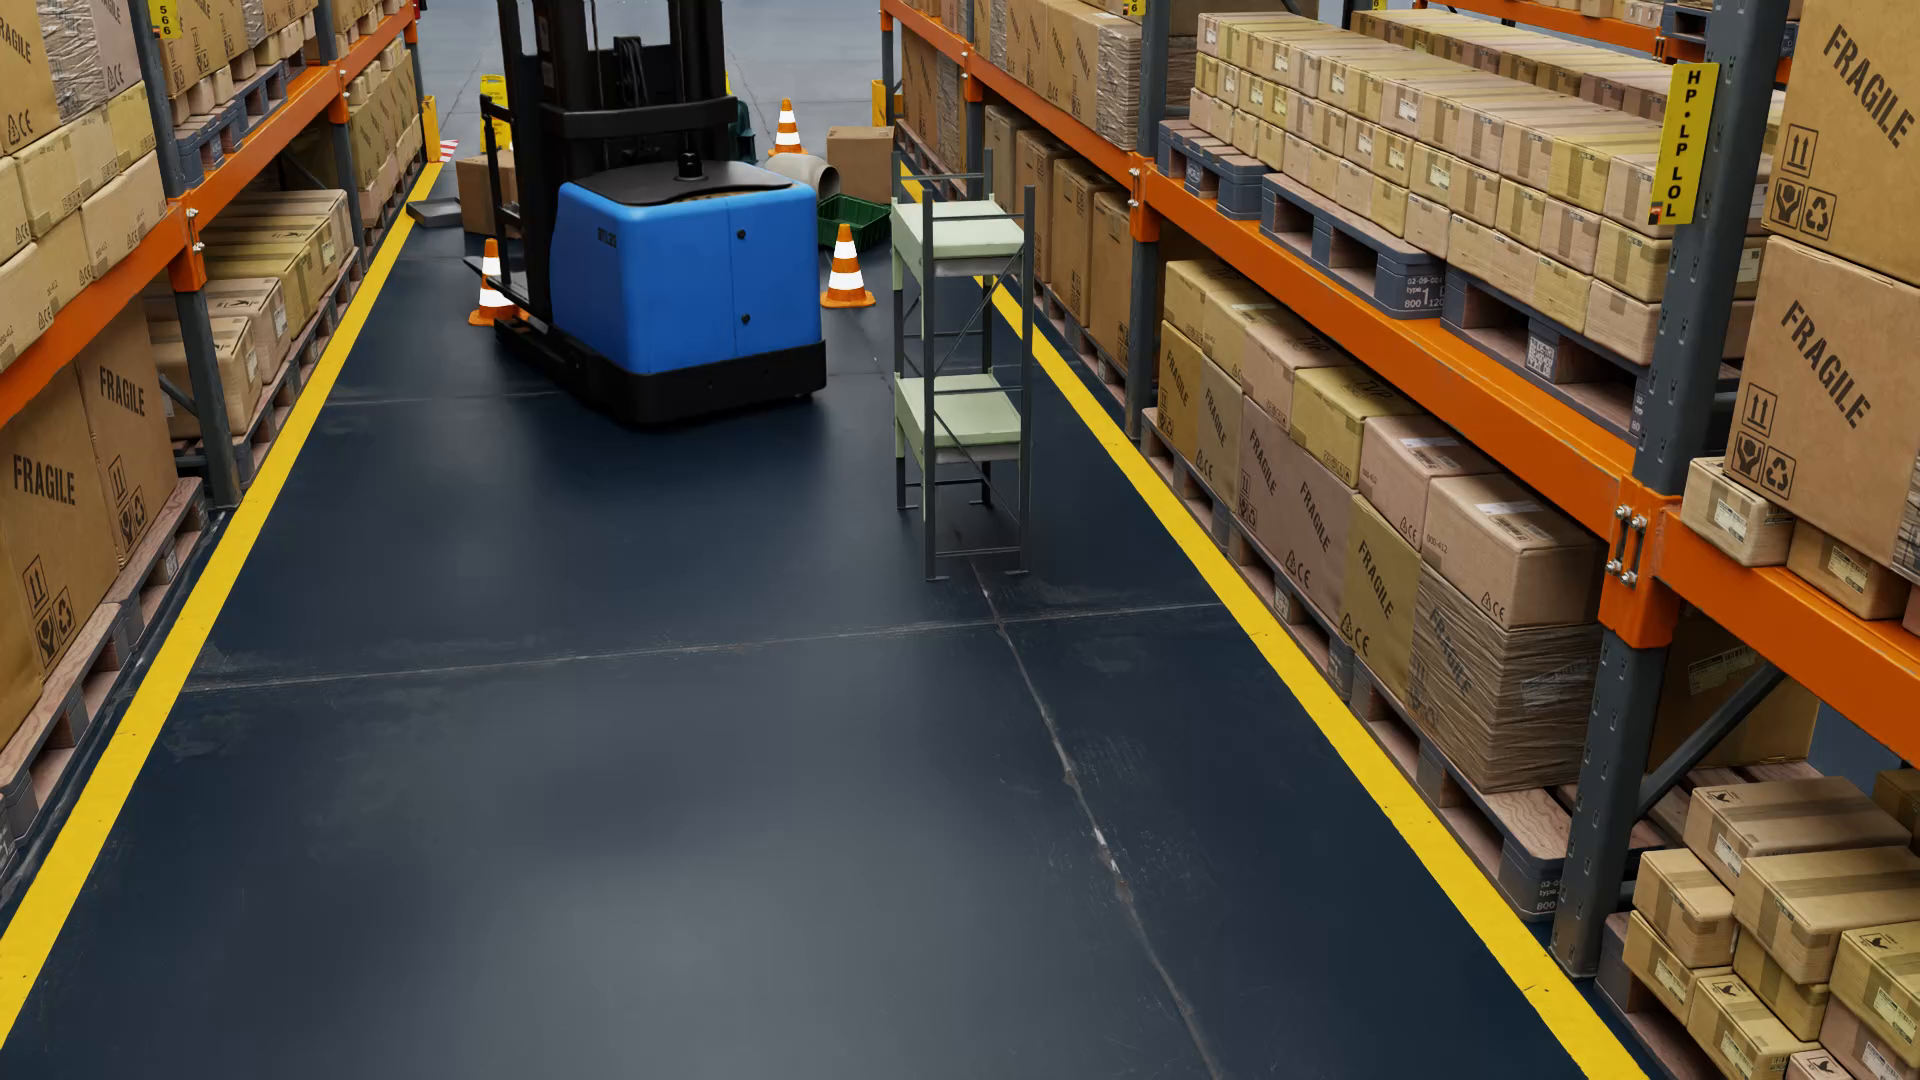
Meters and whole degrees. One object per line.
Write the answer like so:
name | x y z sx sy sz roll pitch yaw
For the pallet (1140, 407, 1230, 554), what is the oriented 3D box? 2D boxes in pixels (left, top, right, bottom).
pallet | 1.428 -0.308 7.192 1.003 0.211 1.213 -4 24 -10

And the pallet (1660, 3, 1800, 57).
pallet | 5.437 -3.395 11.015 1.003 0.211 1.213 -4 24 -10

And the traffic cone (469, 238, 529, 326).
traffic cone | -2.695 -1.514 9.639 0.336 0.463 0.334 -4 24 -10

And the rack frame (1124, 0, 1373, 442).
rack frame | 1.285 -1.894 7.338 1.000 3.000 0.127 -4 24 -10

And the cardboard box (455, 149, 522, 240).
cardboard box | -3.161 -2.439 11.706 0.500 0.500 0.500 13 27 27

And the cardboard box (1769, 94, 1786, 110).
cardboard box | 2.258 -1.168 4.722 0.380 0.149 0.250 -5 24 -10

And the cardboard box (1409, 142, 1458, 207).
cardboard box | 1.563 -1.087 4.908 0.380 0.149 0.250 -6 24 -12

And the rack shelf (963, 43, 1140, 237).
rack shelf | 0.915 -2.351 9.283 1.077 0.370 4.000 -4 24 -10

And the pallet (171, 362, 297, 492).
pallet | -3.704 -0.517 7.670 1.003 0.211 1.213 -4 24 -10

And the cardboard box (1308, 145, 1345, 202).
cardboard box | 1.417 -1.259 5.673 0.380 0.149 0.250 -4 24 -9

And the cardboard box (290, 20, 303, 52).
cardboard box | -3.820 -2.752 9.094 0.380 0.149 0.250 -5 24 -11

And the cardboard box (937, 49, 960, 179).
cardboard box | 0.328 -3.293 12.671 0.875 0.875 0.875 -4 24 -9

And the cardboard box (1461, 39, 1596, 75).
cardboard box | 2.011 -1.683 5.901 0.380 0.149 0.250 -4 24 -10

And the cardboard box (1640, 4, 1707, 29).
cardboard box | 5.110 -3.742 11.884 0.380 0.149 0.250 -4 24 -10

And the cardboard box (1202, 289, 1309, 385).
cardboard box | 1.269 -0.796 6.486 0.500 0.250 0.500 -5 24 -10

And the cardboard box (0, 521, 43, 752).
cardboard box | -3.189 0.274 4.504 0.875 0.875 0.875 -4 24 -8

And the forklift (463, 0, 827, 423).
forklift | -1.907 -2.428 8.648 1.130 2.935 3.031 -15 28 -31

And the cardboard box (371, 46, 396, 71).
cardboard box | -4.411 -3.569 12.338 0.380 0.149 0.250 -3 24 -7

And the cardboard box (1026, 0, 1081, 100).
cardboard box | 0.656 -2.691 9.039 0.500 0.500 0.500 -4 24 -9

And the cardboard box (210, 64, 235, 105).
cardboard box | -3.493 -2.041 7.465 0.380 0.149 0.250 -4 24 -9

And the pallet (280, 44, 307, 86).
pallet | -4.302 -2.662 9.336 1.003 0.211 1.213 -4 24 -10

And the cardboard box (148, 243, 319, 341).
cardboard box | -3.934 -1.287 8.708 0.950 0.372 0.625 -4 24 -8

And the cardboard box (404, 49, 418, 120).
cardboard box | -4.636 -3.614 13.252 0.500 0.500 0.500 -4 24 -9

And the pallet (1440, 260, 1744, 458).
pallet | 2.027 -0.544 4.487 1.003 0.211 1.213 -4 24 -10

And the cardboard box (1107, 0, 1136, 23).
cardboard box | 1.117 -2.774 7.979 0.700 0.500 0.500 -5 24 -11

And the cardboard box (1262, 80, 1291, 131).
cardboard box | 1.329 -1.592 6.065 0.380 0.149 0.250 -4 24 -10

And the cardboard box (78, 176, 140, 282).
cardboard box | -3.102 -1.039 5.569 0.500 0.250 0.500 -4 24 -9

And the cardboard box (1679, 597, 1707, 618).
cardboard box | 2.148 -0.021 4.712 0.500 0.250 0.500 -5 24 -12

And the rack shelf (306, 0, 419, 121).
rack shelf | -4.670 -3.518 11.956 1.077 0.370 4.000 -4 24 -10

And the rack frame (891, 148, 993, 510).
rack frame | -0.069 -0.834 6.785 0.400 1.500 0.023 -4 24 -10

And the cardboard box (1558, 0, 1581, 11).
cardboard box | 4.928 -4.237 13.018 0.380 0.149 0.250 -4 24 -10

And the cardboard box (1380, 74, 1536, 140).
cardboard box | 1.519 -1.326 5.085 0.380 0.149 0.250 -5 24 -12

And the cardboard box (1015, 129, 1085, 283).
cardboard box | 0.923 -2.011 9.894 1.050 0.750 0.750 -4 24 -10

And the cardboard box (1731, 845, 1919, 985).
cardboard box | 1.878 0.785 3.500 0.380 0.149 0.250 -3 24 -7

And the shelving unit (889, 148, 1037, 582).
shelving unit | -0.001 -0.690 6.456 0.431 1.500 0.755 -4 24 -10

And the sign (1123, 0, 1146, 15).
sign | 0.740 -2.382 7.009 0.100 0.325 0.005 -4 24 -10

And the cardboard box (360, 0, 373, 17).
cardboard box | -4.304 -3.831 11.277 0.500 0.500 0.500 -5 24 -10

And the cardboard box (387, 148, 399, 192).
cardboard box | -4.355 -2.663 12.010 0.500 0.250 0.500 -5 24 -10

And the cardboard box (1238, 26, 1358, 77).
cardboard box | 1.274 -1.845 6.273 0.380 0.149 0.250 -4 24 -10

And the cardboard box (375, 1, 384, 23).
cardboard box | -4.455 -3.890 12.223 0.380 0.149 0.250 -5 24 -10

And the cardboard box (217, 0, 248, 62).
cardboard box | -3.625 -2.469 7.634 0.500 0.500 0.500 -4 24 -9

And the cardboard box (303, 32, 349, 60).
cardboard box | -4.043 -3.093 10.399 0.380 0.149 0.250 -4 24 -10

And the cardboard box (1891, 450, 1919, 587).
cardboard box | 1.967 -0.095 2.723 0.500 0.500 0.500 -4 24 -10

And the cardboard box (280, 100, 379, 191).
cardboard box | -4.144 -2.589 10.904 0.500 0.500 0.500 -3 24 -7

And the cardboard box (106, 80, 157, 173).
cardboard box | -3.221 -1.476 5.945 0.500 0.250 0.500 -4 24 -10

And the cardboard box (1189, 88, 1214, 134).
cardboard box | 1.170 -1.780 6.867 0.380 0.149 0.250 -5 24 -10

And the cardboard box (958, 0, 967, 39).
cardboard box | 0.466 -3.680 11.241 0.875 0.550 0.550 -4 24 -10

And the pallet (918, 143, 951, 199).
pallet | 0.253 -2.975 13.298 1.003 0.211 1.213 -4 24 -10

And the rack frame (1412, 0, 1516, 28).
rack frame | 4.699 -5.368 15.292 1.000 3.000 0.127 -4 24 -10

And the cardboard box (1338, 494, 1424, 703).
cardboard box | 1.546 0.158 5.238 0.500 0.500 0.500 -5 24 -11

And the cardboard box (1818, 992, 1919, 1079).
cardboard box | 1.993 1.010 3.356 0.380 0.149 0.250 -4 24 -10

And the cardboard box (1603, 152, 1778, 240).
cardboard box | 1.759 -0.814 3.911 0.380 0.149 0.250 -3 24 -7

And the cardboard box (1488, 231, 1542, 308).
cardboard box | 1.664 -0.740 4.485 0.380 0.149 0.250 -4 24 -10
